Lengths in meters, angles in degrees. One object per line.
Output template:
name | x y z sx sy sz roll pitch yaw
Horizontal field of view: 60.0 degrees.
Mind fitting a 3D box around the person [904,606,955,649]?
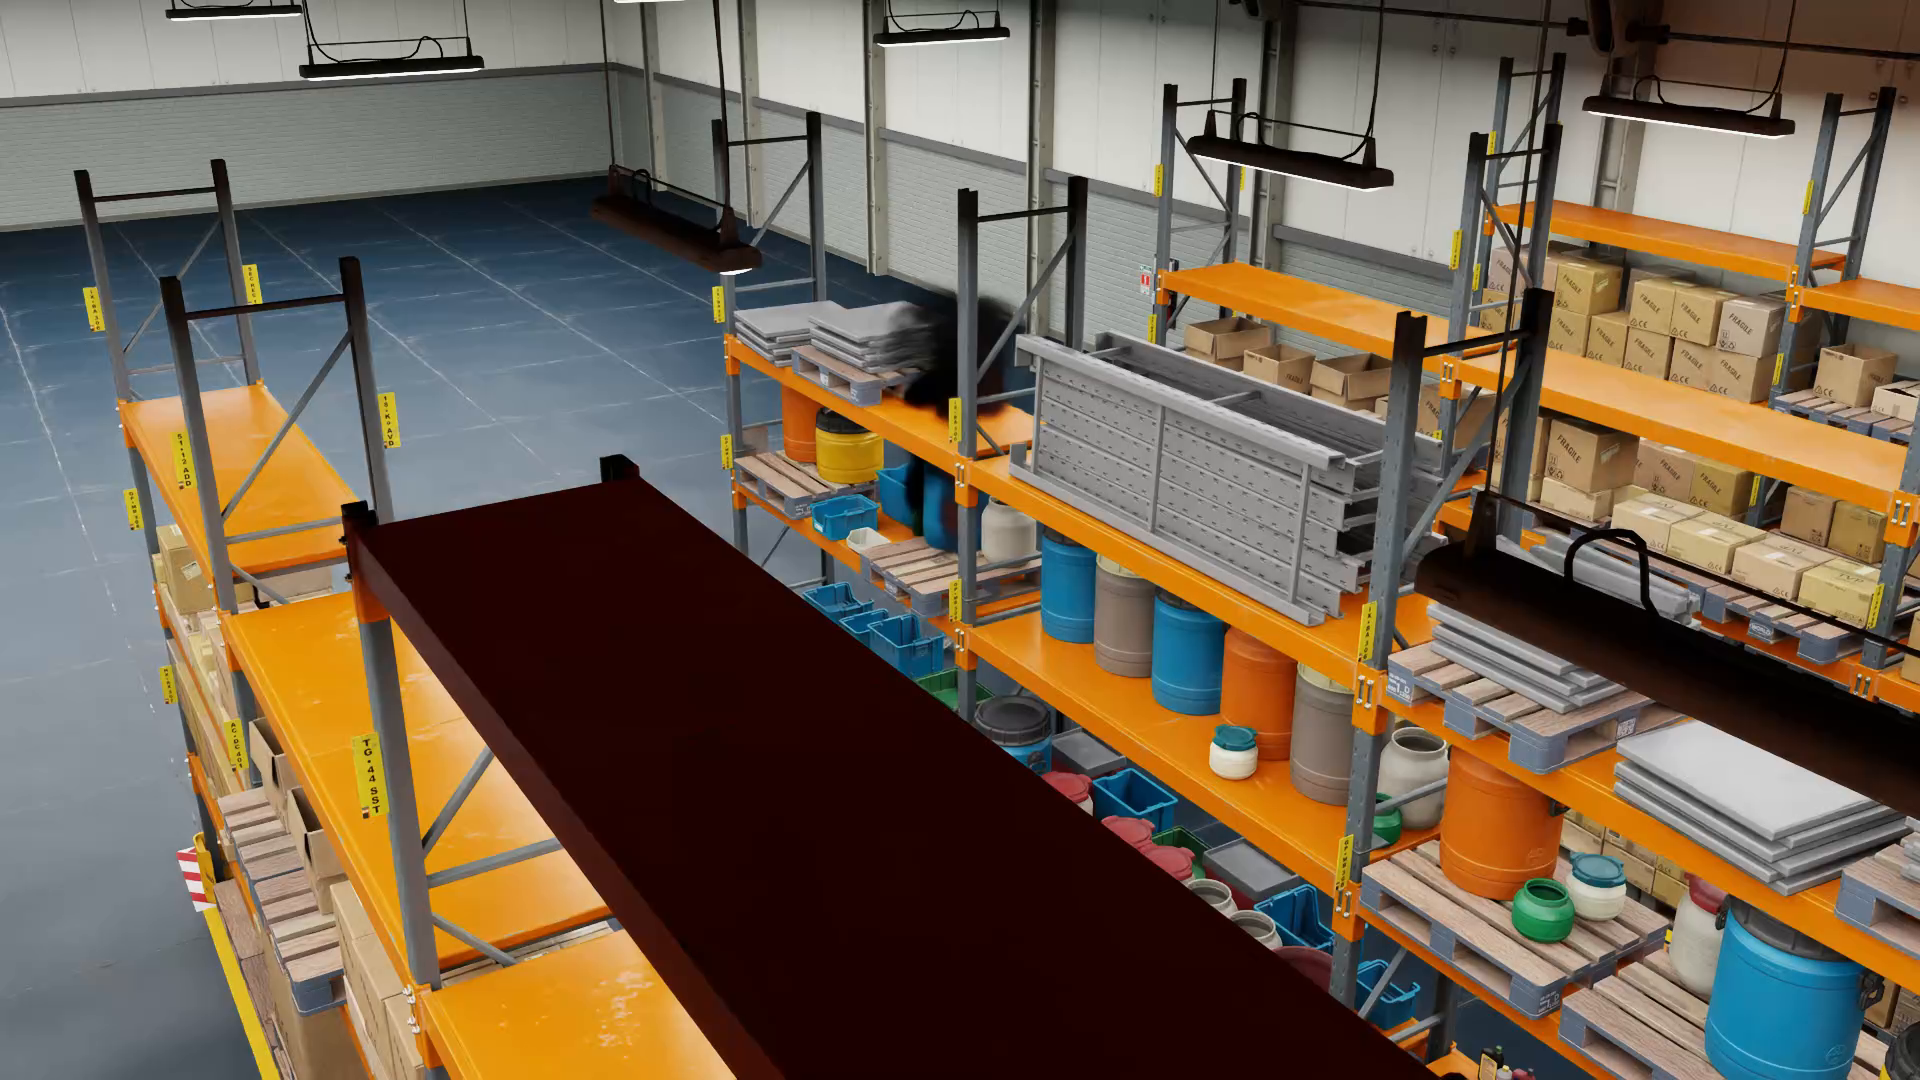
person | -0.362 0.452 18.014 0.720 1.758 0.563 -8 23 -19
